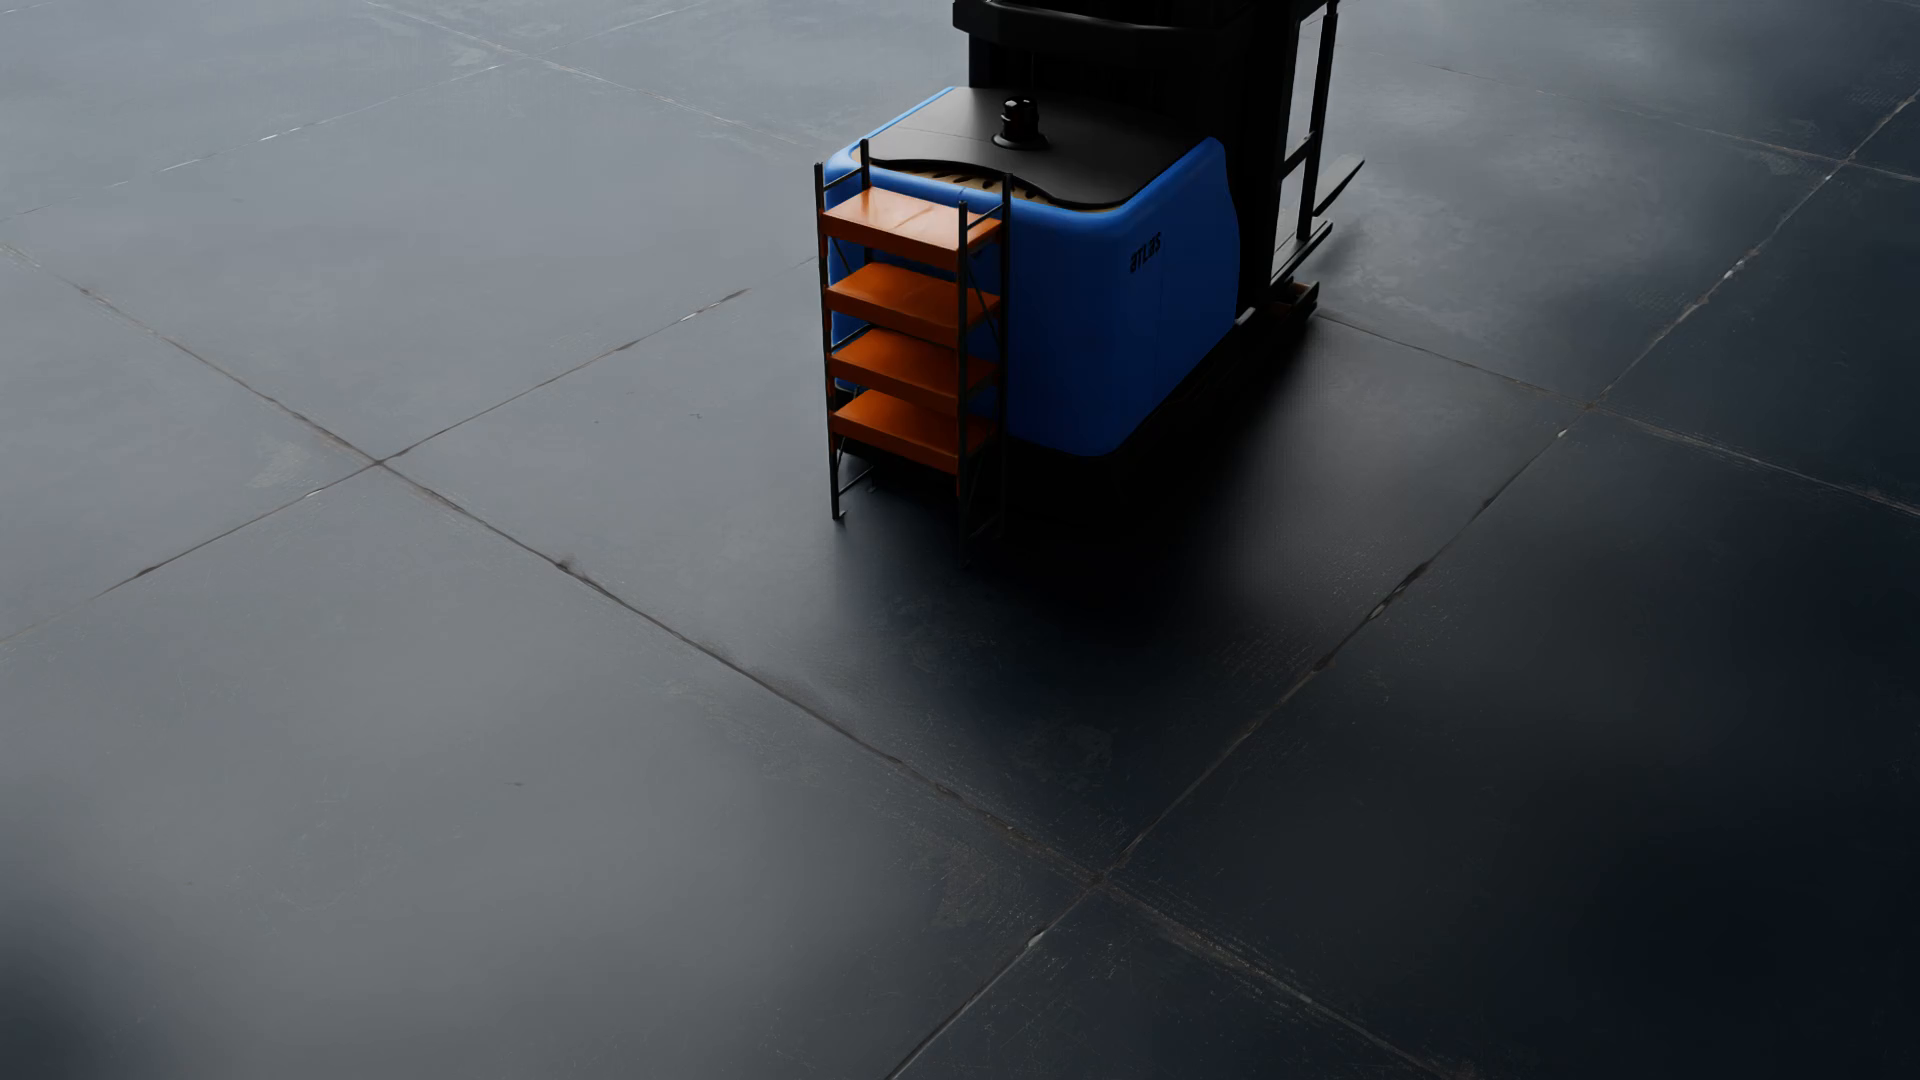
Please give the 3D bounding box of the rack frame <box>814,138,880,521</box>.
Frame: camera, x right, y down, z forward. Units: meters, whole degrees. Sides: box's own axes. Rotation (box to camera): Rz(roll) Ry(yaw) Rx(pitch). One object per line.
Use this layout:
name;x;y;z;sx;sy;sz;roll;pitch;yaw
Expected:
rack frame;-0.338;-0.615;5.085;0.015;1.200;0.240;21;40;27

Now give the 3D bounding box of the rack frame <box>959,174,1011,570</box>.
rack frame;0.068;-0.462;4.863;0.015;1.200;0.240;21;40;27

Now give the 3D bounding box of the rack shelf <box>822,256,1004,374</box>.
rack shelf;-0.135;-0.667;4.885;0.480;0.148;0.258;21;40;27

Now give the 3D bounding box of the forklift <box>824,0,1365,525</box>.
forklift;0.736;-2.064;5.667;1.130;2.935;3.031;18;38;24

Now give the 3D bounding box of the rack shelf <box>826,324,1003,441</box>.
rack shelf;-0.135;-0.483;5.012;0.480;0.148;0.258;21;40;27

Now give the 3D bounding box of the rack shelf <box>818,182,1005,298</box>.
rack shelf;-0.135;-0.862;4.751;0.480;0.148;0.258;21;40;27

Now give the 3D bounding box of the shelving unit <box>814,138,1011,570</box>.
shelving unit;-0.135;-0.538;4.974;0.503;1.200;0.258;21;40;27

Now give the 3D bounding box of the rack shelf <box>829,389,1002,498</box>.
rack shelf;-0.135;-0.319;5.124;0.480;0.148;0.258;21;40;27
